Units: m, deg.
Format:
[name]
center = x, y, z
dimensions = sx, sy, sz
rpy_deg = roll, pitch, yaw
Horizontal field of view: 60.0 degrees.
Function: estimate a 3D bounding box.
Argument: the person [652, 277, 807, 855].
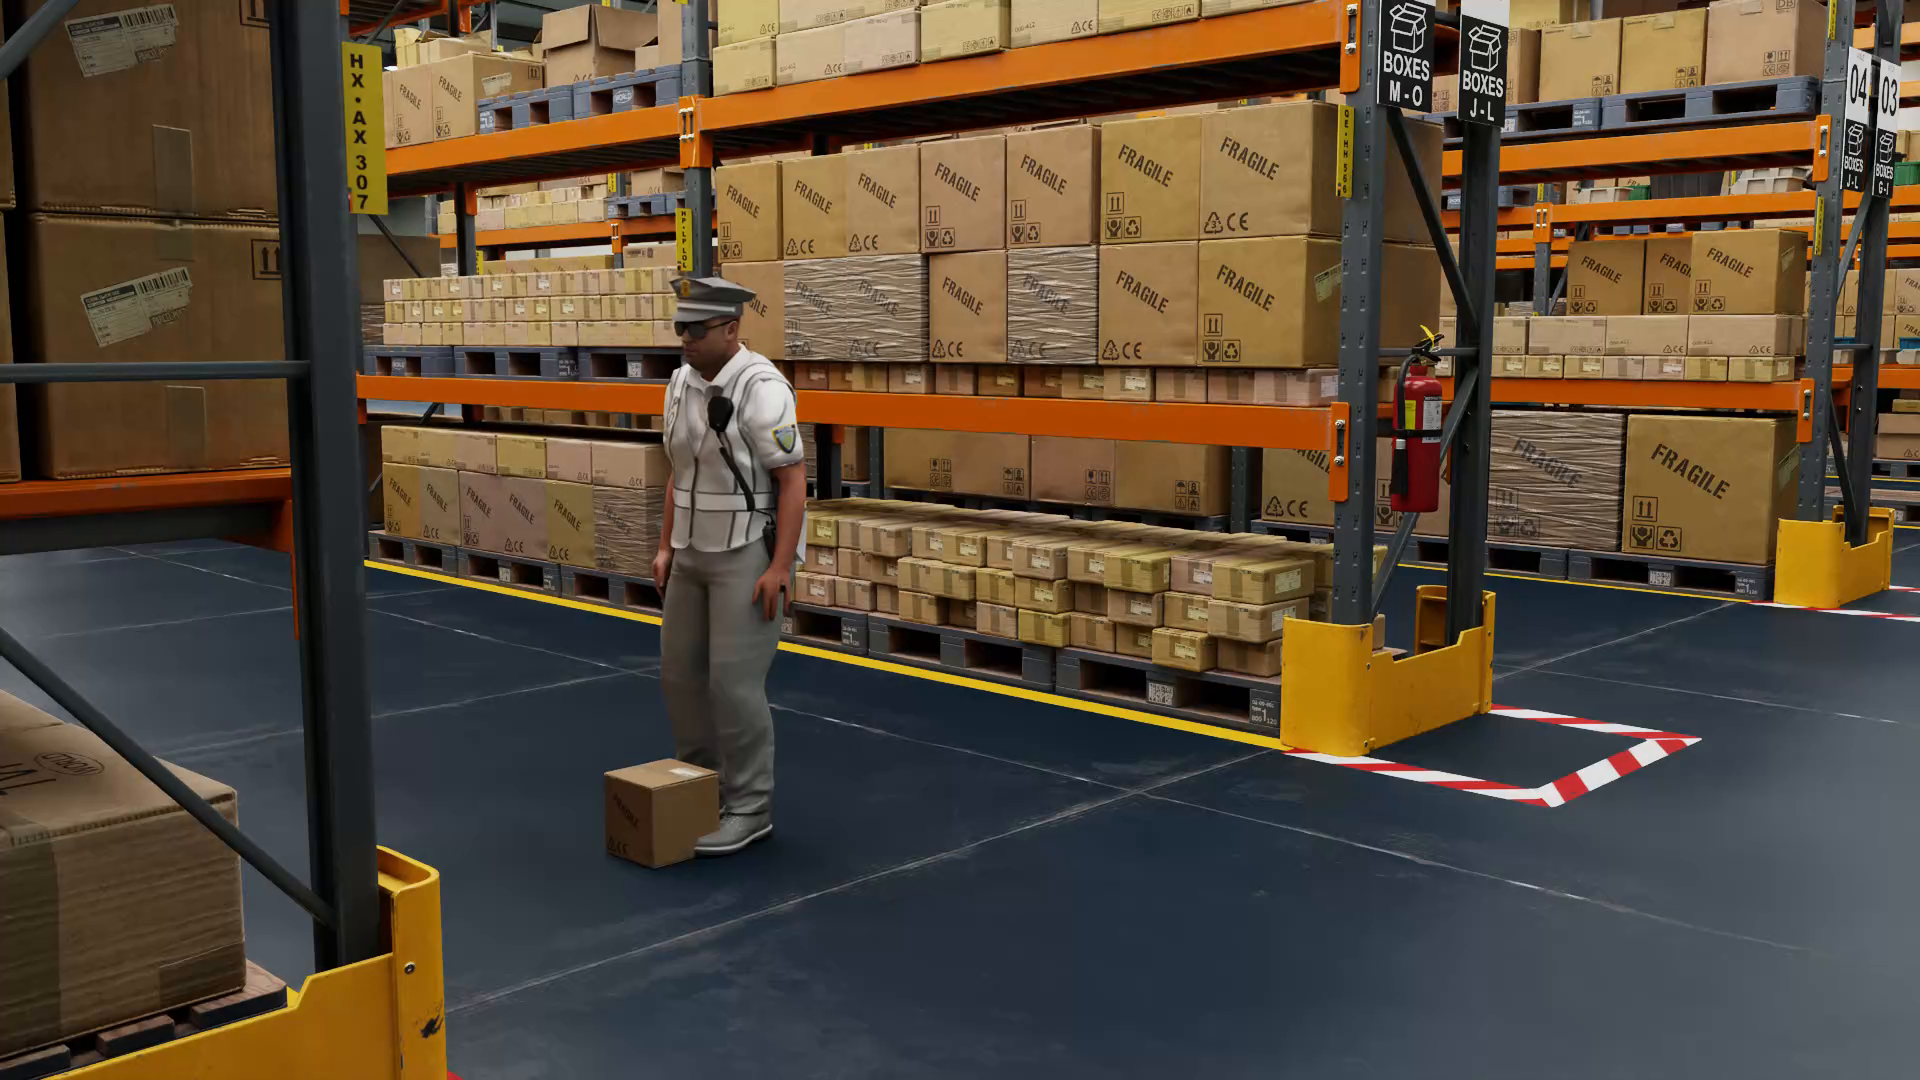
[person]
center = -0.738, 0.066, 5.187
dimensions = 0.597, 1.747, 0.480
rpy_deg = 6, 9, 40
